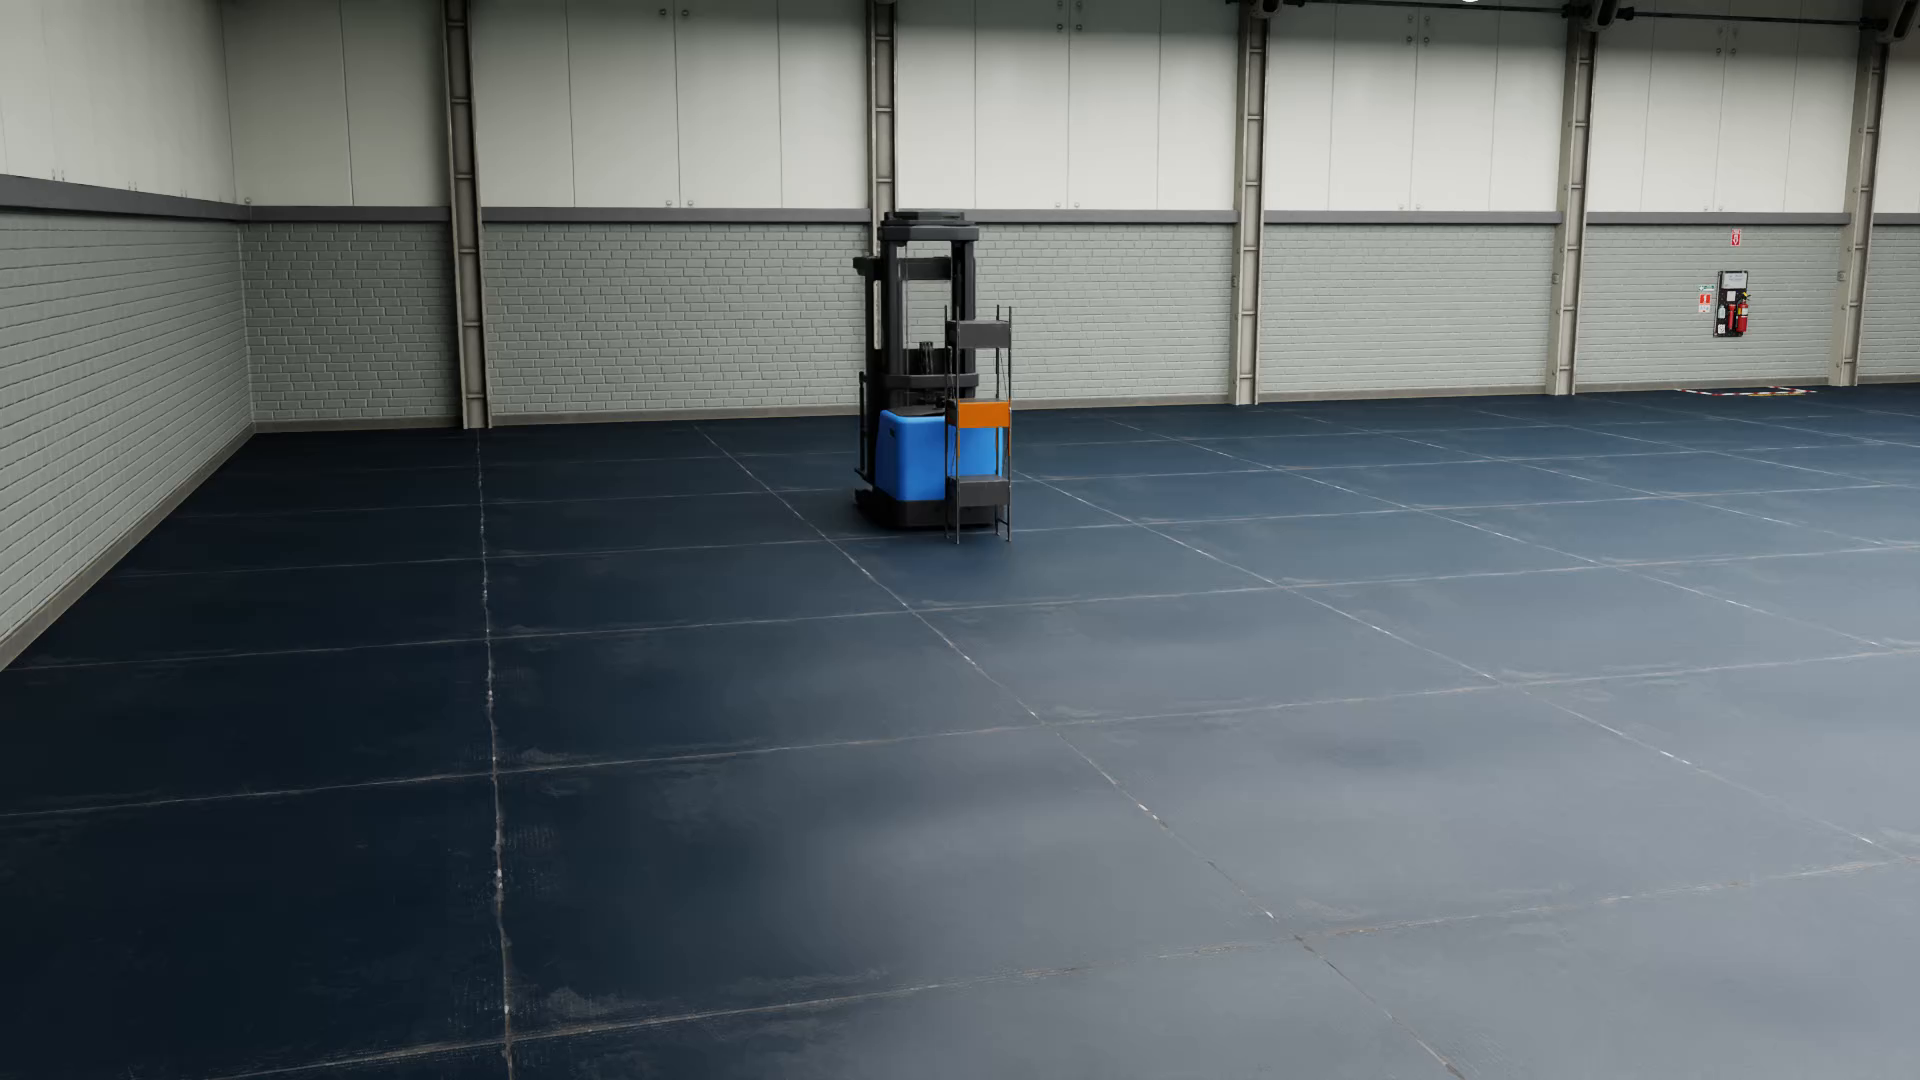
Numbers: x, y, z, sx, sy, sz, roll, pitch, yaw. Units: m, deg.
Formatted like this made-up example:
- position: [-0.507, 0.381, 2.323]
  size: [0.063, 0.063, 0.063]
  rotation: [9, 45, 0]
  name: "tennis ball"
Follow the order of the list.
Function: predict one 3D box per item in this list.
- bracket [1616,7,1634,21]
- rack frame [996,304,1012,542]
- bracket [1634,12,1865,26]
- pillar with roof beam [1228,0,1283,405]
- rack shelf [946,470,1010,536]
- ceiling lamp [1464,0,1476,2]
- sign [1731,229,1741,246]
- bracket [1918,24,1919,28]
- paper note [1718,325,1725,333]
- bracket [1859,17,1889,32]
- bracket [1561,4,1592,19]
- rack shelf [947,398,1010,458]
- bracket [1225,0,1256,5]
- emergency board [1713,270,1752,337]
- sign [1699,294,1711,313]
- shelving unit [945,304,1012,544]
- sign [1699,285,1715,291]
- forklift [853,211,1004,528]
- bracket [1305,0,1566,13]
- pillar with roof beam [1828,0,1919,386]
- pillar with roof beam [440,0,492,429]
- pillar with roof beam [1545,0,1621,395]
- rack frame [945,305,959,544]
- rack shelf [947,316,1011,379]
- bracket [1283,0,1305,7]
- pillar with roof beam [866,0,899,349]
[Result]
- position: [10.869, -8.682, 27.408]
  size: [0.430, 0.232, 0.235]
  rotation: [-3, 11, -16]
  name: "bracket"
- position: [0.393, -1.053, 14.969]
  size: [0.015, 2.100, 0.400]
  rotation: [-3, 11, -16]
  name: "rack frame"
- position: [13.343, -8.812, 28.116]
  size: [4.783, 0.066, 0.076]
  rotation: [-3, 11, -16]
  name: "bracket"
- position: [5.814, -5.900, 22.241]
  size: [0.548, 9.000, 9.100]
  rotation: [-3, 11, -16]
  name: "pillar with roof beam"
- position: [0.159, -0.339, 15.031]
  size: [0.480, 0.518, 0.431]
  rotation: [-3, 11, -16]
  name: "rack shelf"
- position: [7.175, -7.173, 21.715]
  size: [0.237, 0.041, 1.941]
  rotation: [-3, 11, -16]
  name: "ceiling lamp"
- position: [13.714, -5.344, 29.386]
  size: [0.199, 0.298, 0.001]
  rotation: [-3, 11, -16]
  name: "sign"
- position: [19.104, -9.116, 29.766]
  size: [4.783, 0.066, 0.076]
  rotation: [-3, 11, -16]
  name: "bracket"
- position: [13.560, -3.757, 29.600]
  size: [0.142, 0.148, 0.016]
  rotation: [-3, 11, -16]
  name: "paper note"
- position: [15.833, -8.943, 28.829]
  size: [0.430, 0.232, 0.235]
  rotation: [-3, 11, -16]
  name: "bracket"
- position: [10.072, -8.640, 27.180]
  size: [0.430, 0.232, 0.235]
  rotation: [-3, 11, -16]
  name: "bracket"
- position: [0.159, -1.028, 14.904]
  size: [0.480, 0.518, 0.431]
  rotation: [-3, 11, -16]
  name: "rack shelf"
- position: [4.311, -8.336, 25.530]
  size: [0.430, 0.232, 0.235]
  rotation: [-3, 11, -16]
  name: "bracket"
- position: [13.749, -4.187, 29.504]
  size: [0.643, 1.169, 0.194]
  rotation: [-3, 11, -16]
  name: "emergency board"
- position: [13.189, -4.194, 29.446]
  size: [0.234, 0.329, 0.001]
  rotation: [-3, 11, -16]
  name: "sign"
- position: [0.159, -1.041, 14.902]
  size: [0.503, 2.100, 0.431]
  rotation: [-3, 11, -16]
  name: "shelving unit"
- position: [13.196, -4.454, 29.391]
  size: [0.331, 0.109, 0.001]
  rotation: [-3, 11, -16]
  name: "sign"
- position: [-0.445, -1.775, 16.595]
  size: [1.130, 2.935, 3.031]
  rotation: [-3, 11, -14]
  name: "forklift"
- position: [7.582, -8.508, 26.467]
  size: [4.783, 0.066, 0.076]
  rotation: [-3, 11, -16]
  name: "bracket"
- position: [17.336, -6.507, 25.539]
  size: [0.548, 9.000, 9.100]
  rotation: [-3, 11, -16]
  name: "pillar with roof beam"
- position: [-5.708, -5.293, 18.942]
  size: [0.400, 9.000, 9.100]
  rotation: [-3, 11, -16]
  name: "pillar with roof beam"
- position: [11.575, -6.204, 23.890]
  size: [0.548, 9.000, 9.100]
  rotation: [-3, 11, -16]
  name: "pillar with roof beam"
- position: [-0.075, -1.029, 14.835]
  size: [0.015, 2.100, 0.400]
  rotation: [-3, 11, -16]
  name: "rack frame"
- position: [0.159, -1.716, 14.778]
  size: [0.480, 0.518, 0.431]
  rotation: [-3, 11, -16]
  name: "rack shelf"
- position: [5.108, -8.378, 25.759]
  size: [0.430, 0.232, 0.235]
  rotation: [-3, 11, -16]
  name: "bracket"
- position: [0.053, -5.596, 20.591]
  size: [0.548, 9.000, 9.100]
  rotation: [-3, 11, -16]
  name: "pillar with roof beam"
